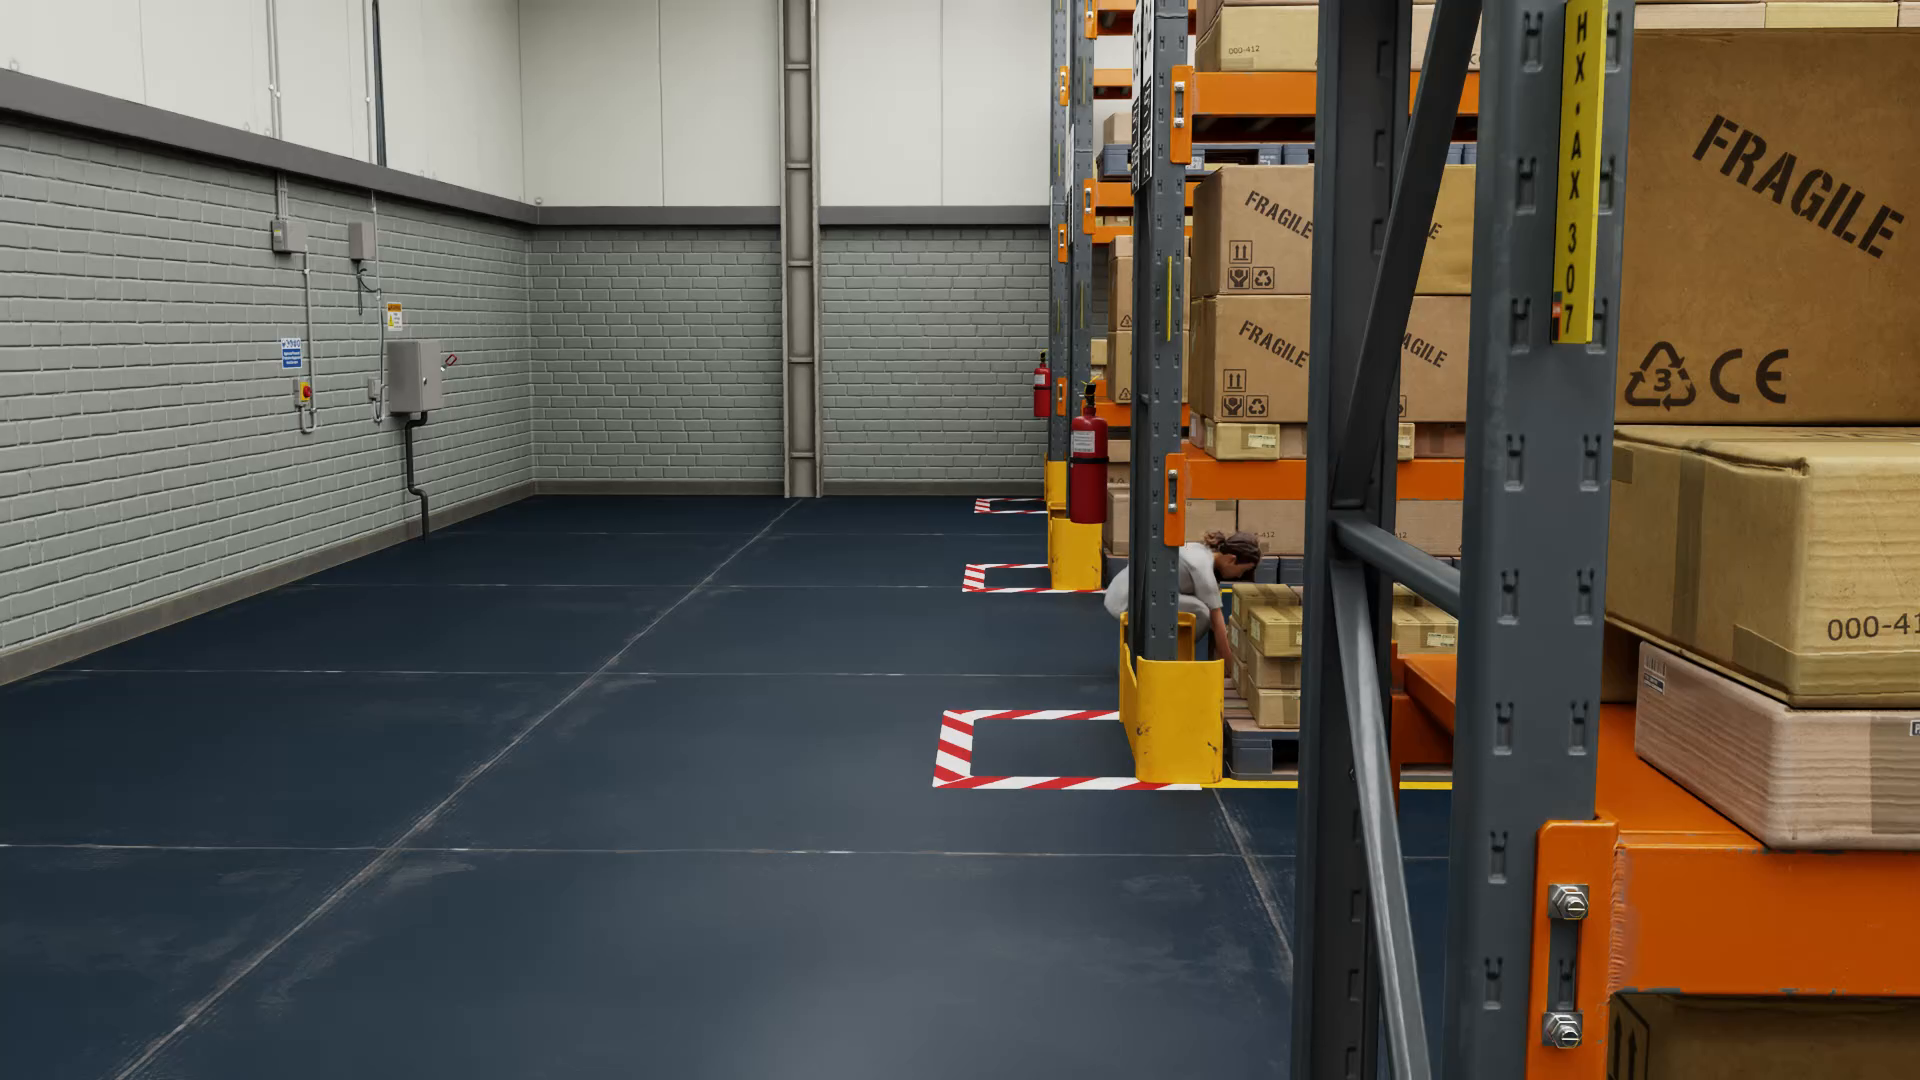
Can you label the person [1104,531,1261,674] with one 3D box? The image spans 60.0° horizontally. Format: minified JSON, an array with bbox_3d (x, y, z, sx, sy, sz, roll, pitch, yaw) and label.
[{"bbox_3d":[1.170,0.355,8.780,0.817,0.817,0.469,1,7,10],"label":"person"}]
